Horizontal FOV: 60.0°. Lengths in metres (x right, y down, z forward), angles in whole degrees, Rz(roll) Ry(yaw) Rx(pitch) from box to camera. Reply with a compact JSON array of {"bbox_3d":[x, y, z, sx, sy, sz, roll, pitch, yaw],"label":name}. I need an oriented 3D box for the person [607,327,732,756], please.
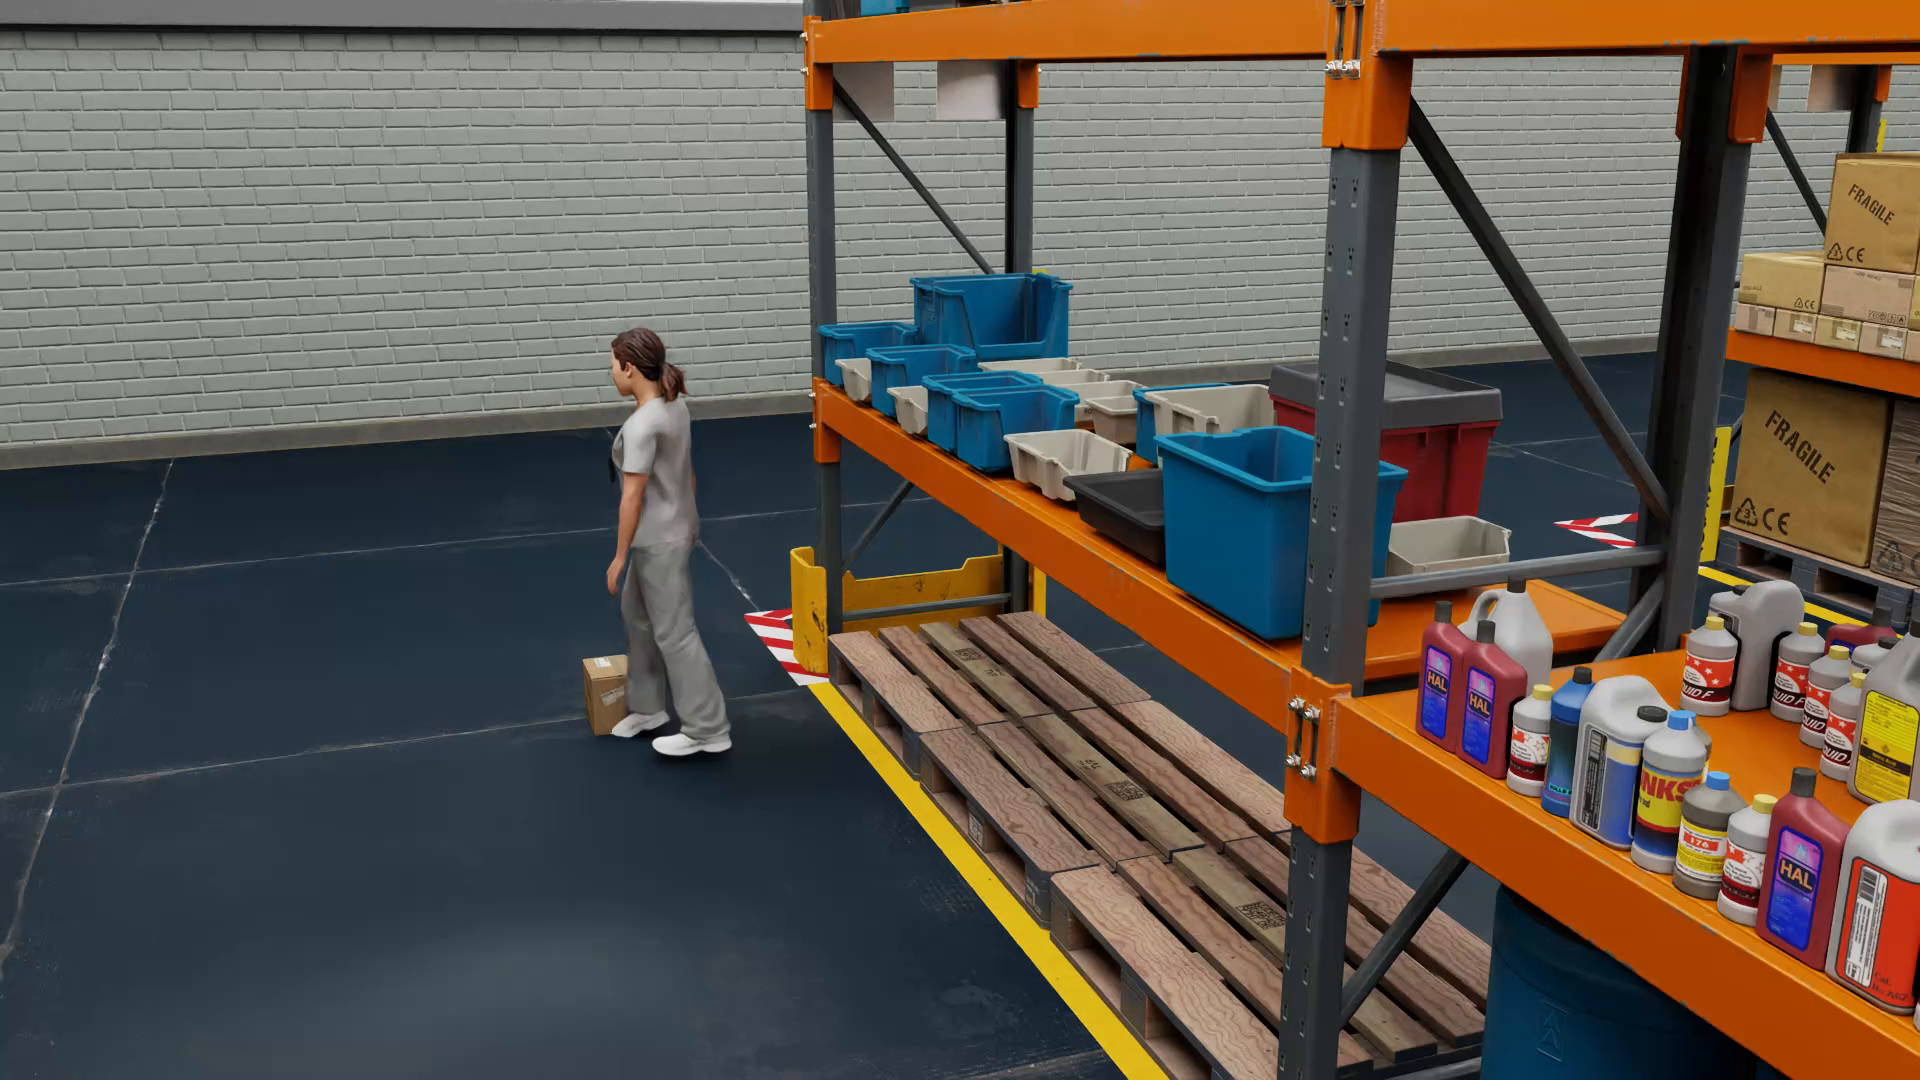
[{"bbox_3d":[-1.189,0.039,6.429,0.596,1.720,0.534,2,16,7],"label":"person"}]
